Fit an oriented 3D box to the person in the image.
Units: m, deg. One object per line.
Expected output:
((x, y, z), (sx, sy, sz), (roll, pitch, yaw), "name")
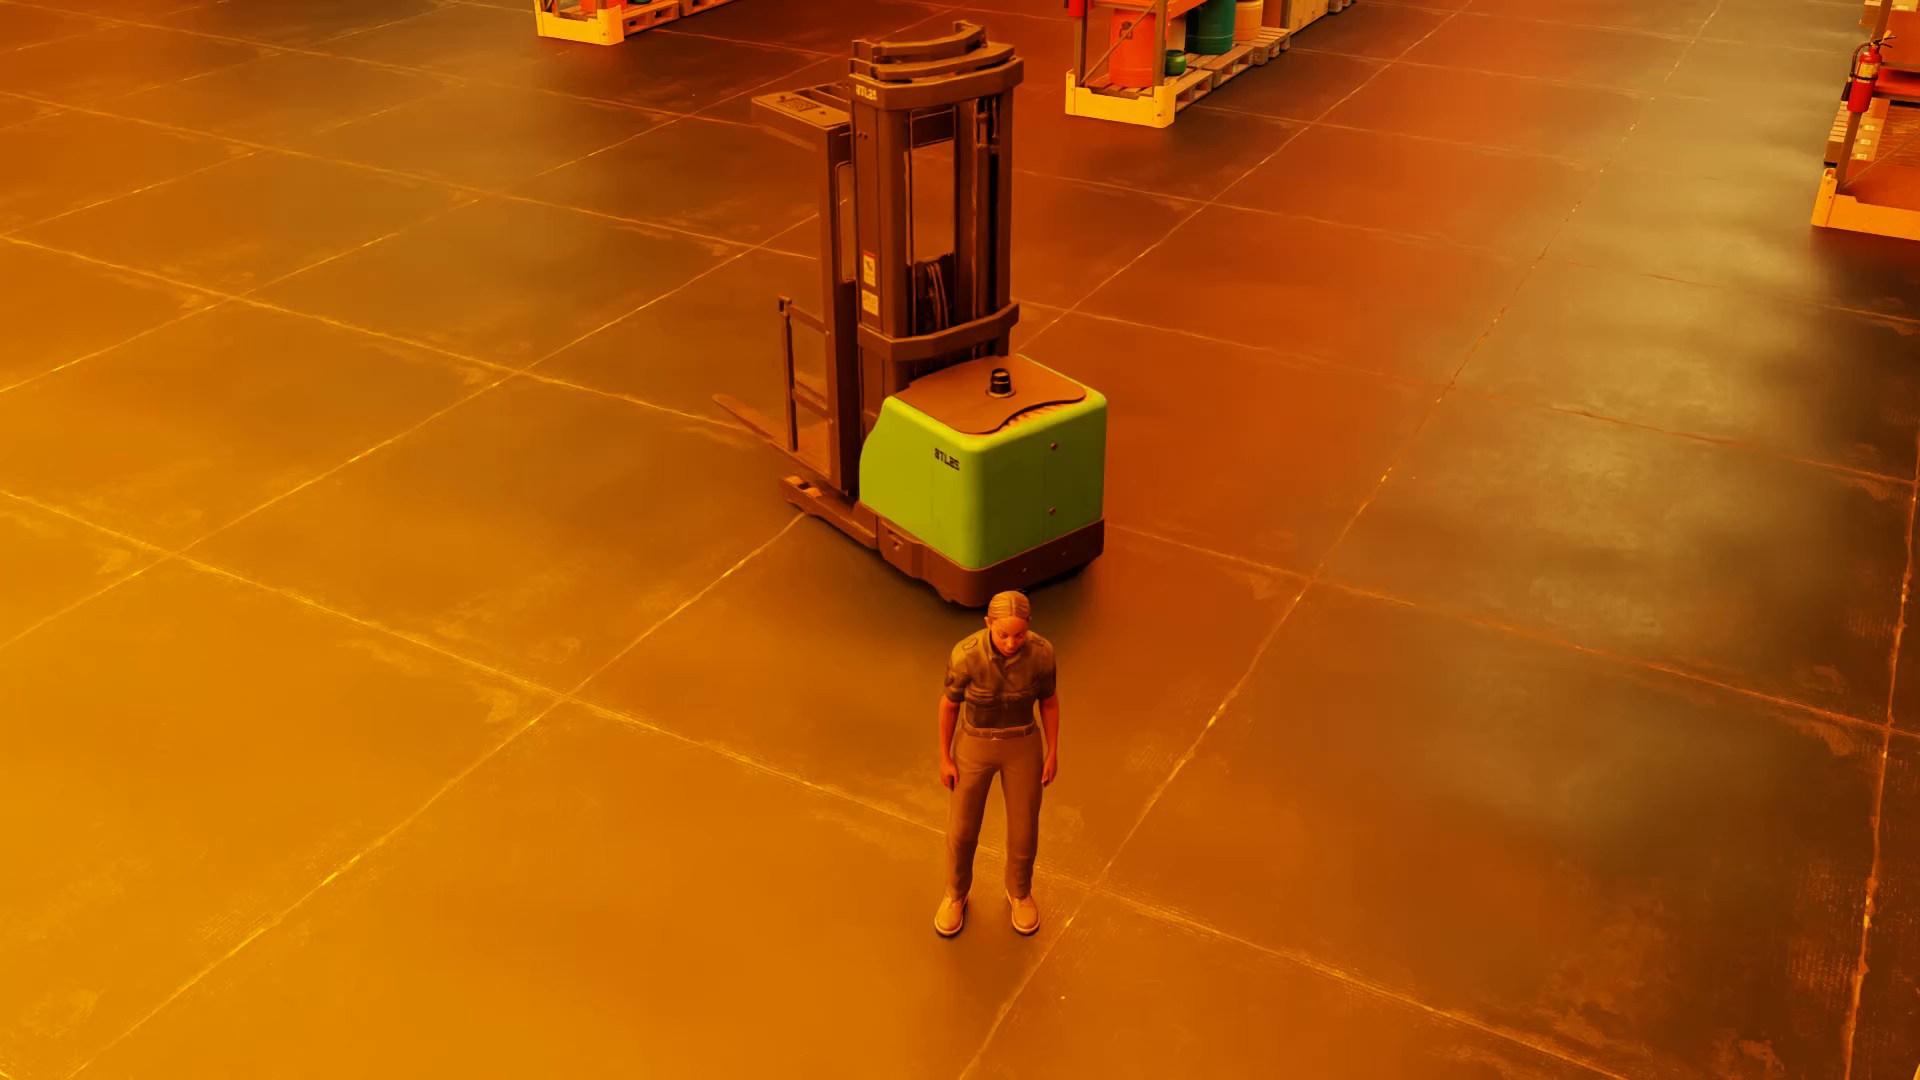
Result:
((0.147, 0.888, 6.813), (0.525, 1.653, 0.351), (-2, 30, -4), "person")

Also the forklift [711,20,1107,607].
((-0.476, -1.566, 9.783), (1.130, 2.935, 3.031), (-22, 37, -33), "forklift")
